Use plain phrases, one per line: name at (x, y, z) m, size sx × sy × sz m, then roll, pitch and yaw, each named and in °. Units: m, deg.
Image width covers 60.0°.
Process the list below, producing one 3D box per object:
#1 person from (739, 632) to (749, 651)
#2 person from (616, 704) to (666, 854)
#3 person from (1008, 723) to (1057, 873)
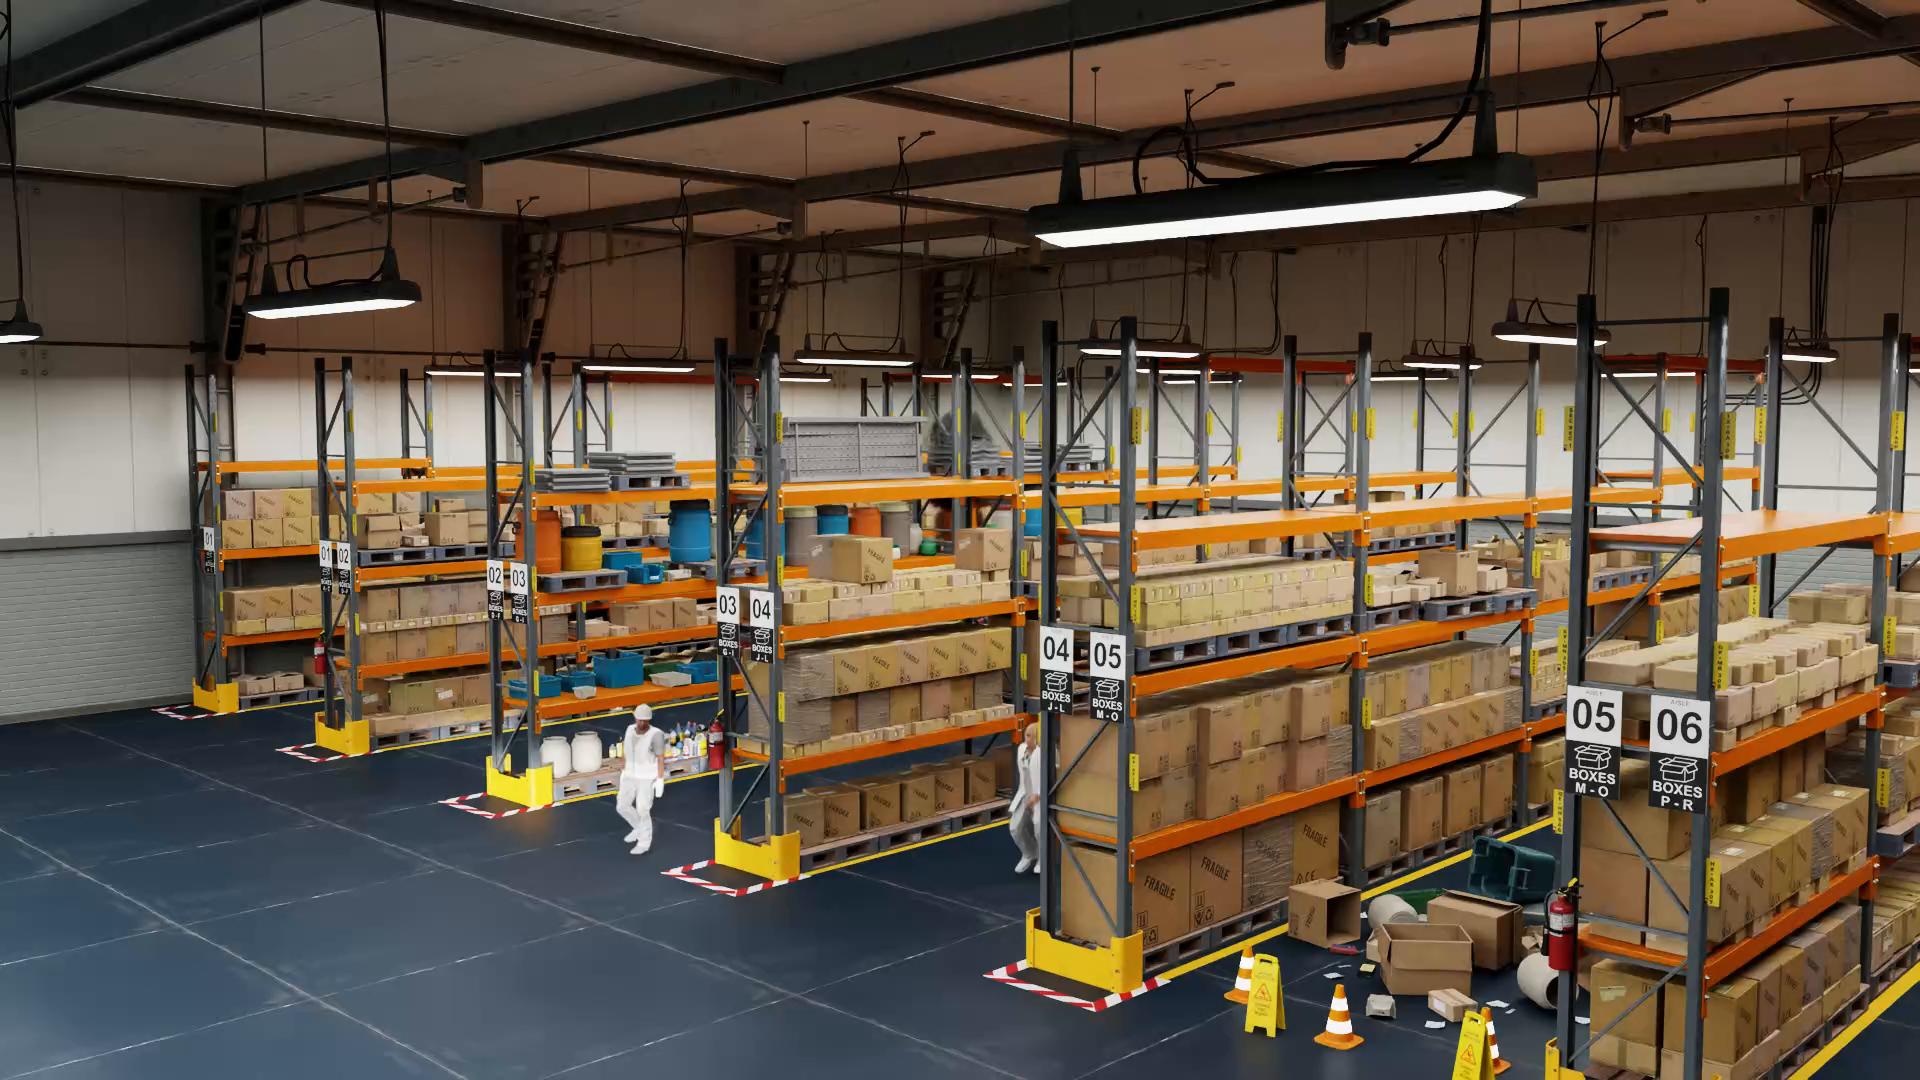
person at (-4.682, 1.702, 34.985) m, size 0.639 × 1.565 × 0.859 m, roll 2°, pitch 5°, yaw 23°
person at (-3.714, 2.772, 19.463) m, size 0.694 × 1.767 × 0.497 m, roll 2°, pitch 5°, yaw 26°
person at (0.824, 2.876, 18.388) m, size 0.668 × 1.731 × 0.878 m, roll 3°, pitch 5°, yaw 32°
